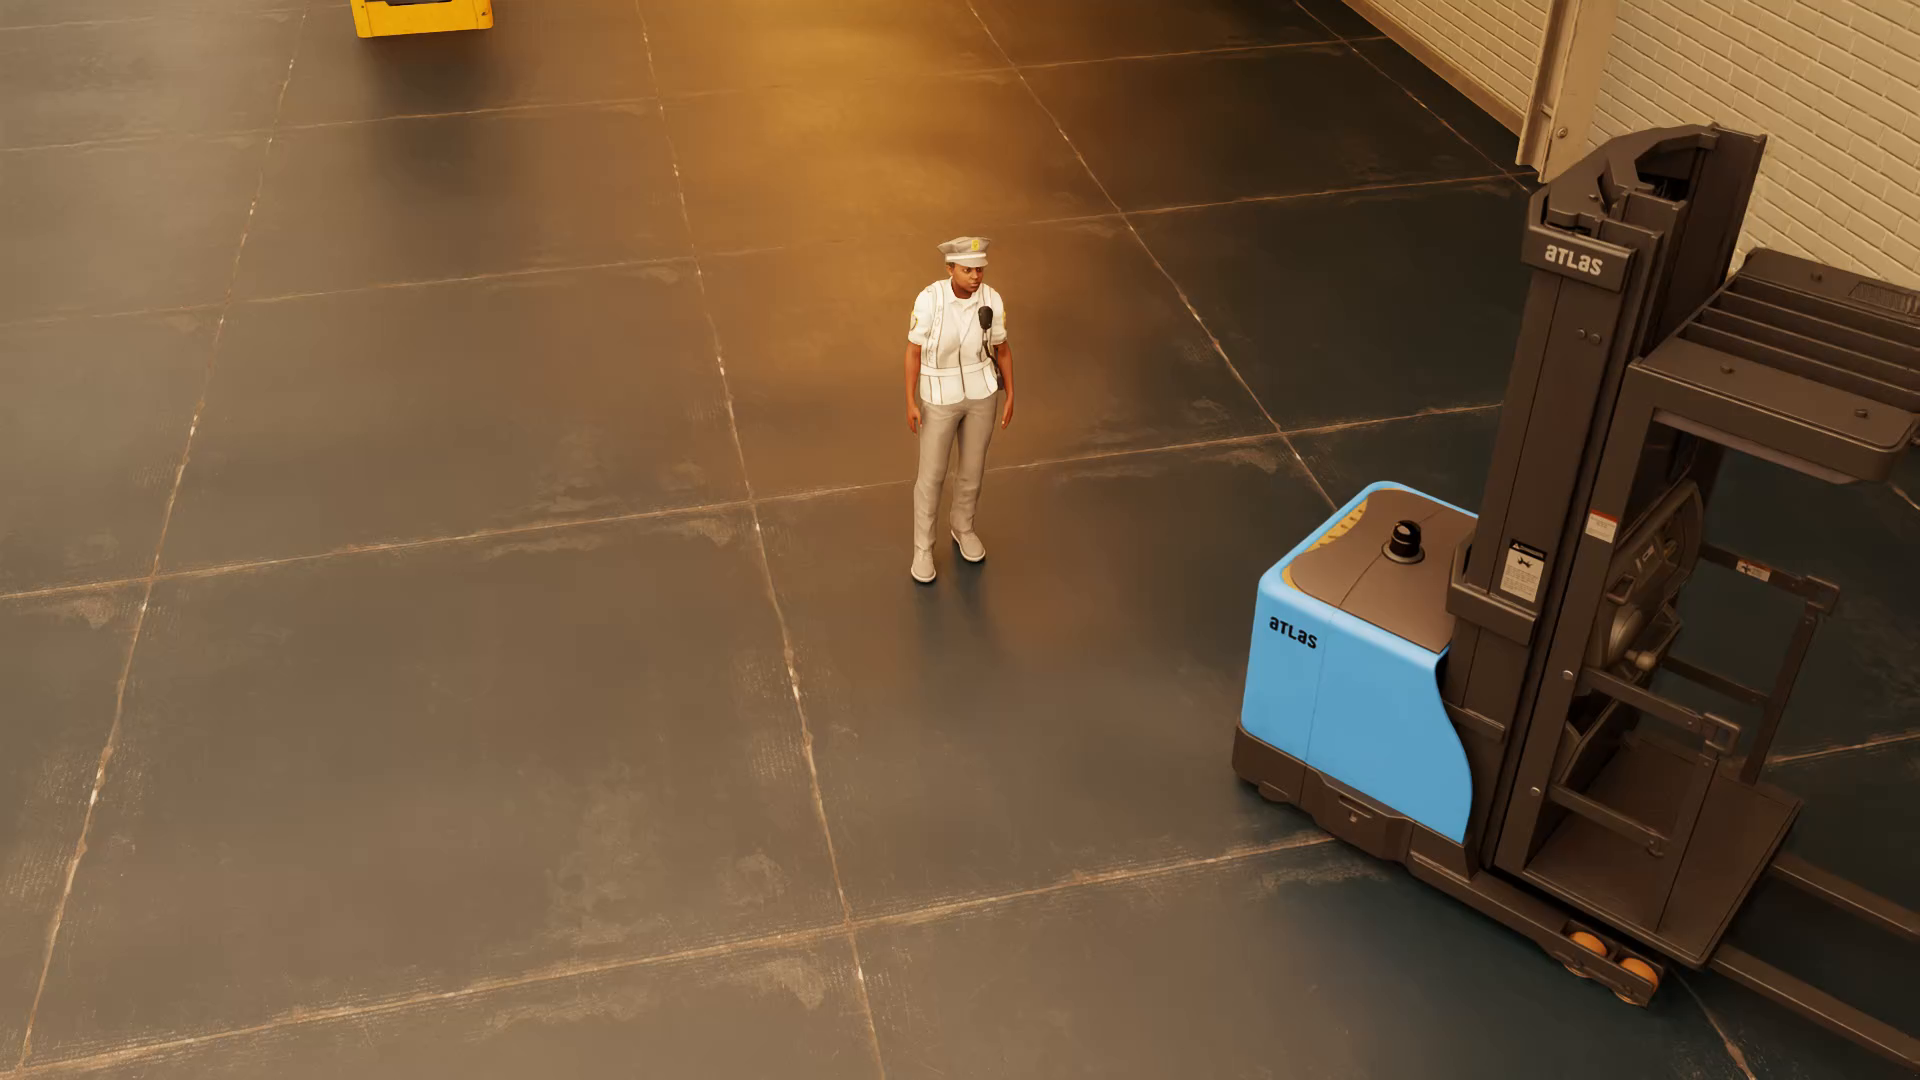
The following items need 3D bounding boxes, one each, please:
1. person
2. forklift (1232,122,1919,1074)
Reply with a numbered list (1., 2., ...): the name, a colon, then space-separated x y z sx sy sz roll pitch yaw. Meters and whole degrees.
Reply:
1. person: -0.003 -0.648 7.998 0.569 1.695 0.530 -8 36 -11
2. forklift: 2.607 0.180 5.801 3.031 2.935 1.130 27 43 32
